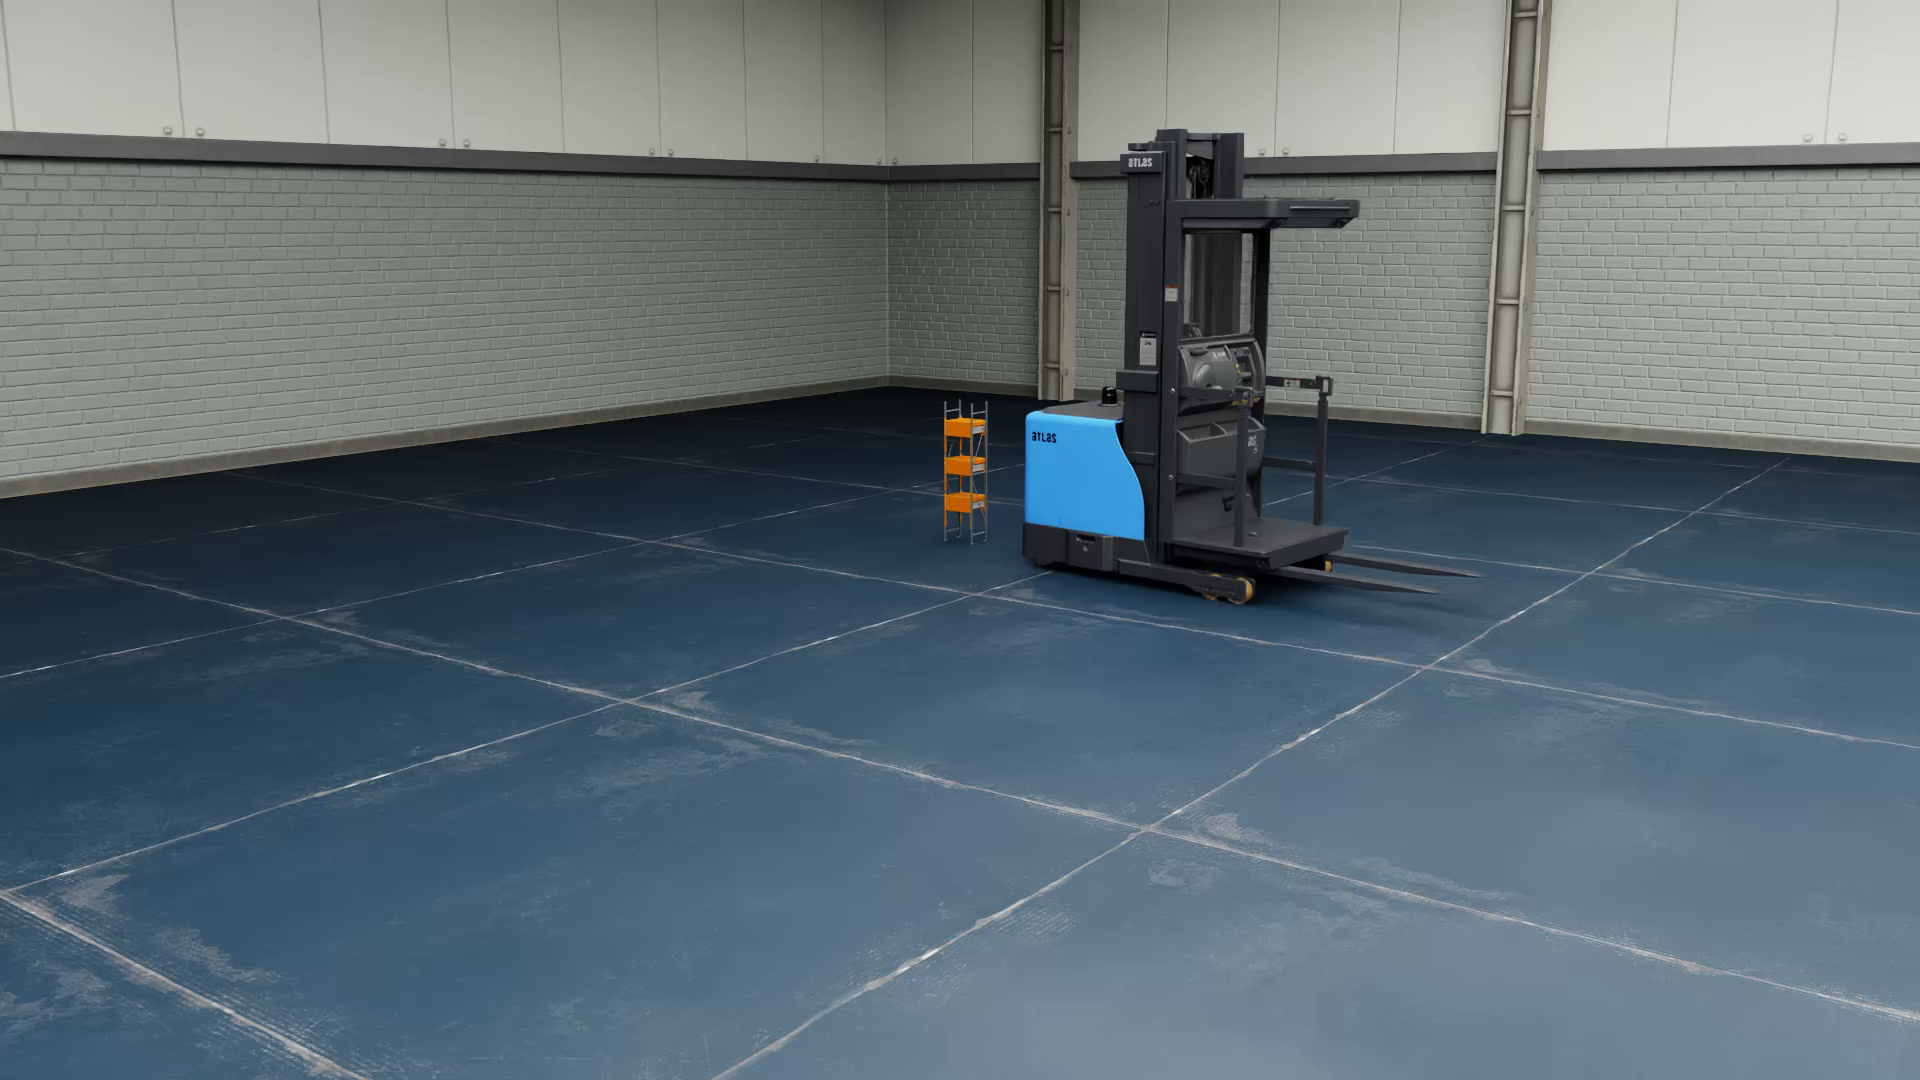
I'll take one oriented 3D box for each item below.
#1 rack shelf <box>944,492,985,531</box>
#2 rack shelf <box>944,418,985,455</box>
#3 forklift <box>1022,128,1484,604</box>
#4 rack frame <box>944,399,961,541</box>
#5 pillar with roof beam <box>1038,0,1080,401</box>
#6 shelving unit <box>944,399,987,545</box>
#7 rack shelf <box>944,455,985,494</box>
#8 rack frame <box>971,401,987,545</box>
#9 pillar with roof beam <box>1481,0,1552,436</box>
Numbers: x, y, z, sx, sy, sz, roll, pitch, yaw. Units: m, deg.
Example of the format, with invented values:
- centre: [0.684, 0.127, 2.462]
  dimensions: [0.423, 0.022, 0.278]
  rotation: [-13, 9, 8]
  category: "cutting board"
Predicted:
- centre: [0.043, -0.226, 12.454]
  dimensions: [0.240, 0.259, 0.215]
  rotation: [8, 13, 36]
  category: "rack shelf"
- centre: [0.043, -0.778, 12.347]
  dimensions: [0.240, 0.259, 0.215]
  rotation: [8, 13, 36]
  category: "rack shelf"
- centre: [1.874, -1.148, 10.745]
  dimensions: [3.031, 2.935, 1.130]
  rotation: [9, 14, 40]
  category: "forklift"
- centre: [-0.055, -0.523, 12.470]
  dimensions: [0.008, 1.050, 0.200]
  rotation: [8, 13, 36]
  category: "rack frame"
- centre: [-1.260, -5.641, 17.996]
  dimensions: [0.400, 9.000, 9.100]
  rotation: [8, 13, 36]
  category: "pillar with roof beam"
- centre: [0.043, -0.509, 12.399]
  dimensions: [0.252, 1.050, 0.215]
  rotation: [8, 13, 36]
  category: "shelving unit"
- centre: [0.043, -0.499, 12.401]
  dimensions: [0.240, 0.259, 0.215]
  rotation: [8, 13, 36]
  category: "rack shelf"
- centre: [0.141, -0.496, 12.328]
  dimensions: [0.008, 1.050, 0.200]
  rotation: [8, 13, 36]
  category: "rack frame"
- centre: [3.576, -4.966, 14.509]
  dimensions: [0.400, 9.000, 9.100]
  rotation: [8, 13, 36]
  category: "pillar with roof beam"
